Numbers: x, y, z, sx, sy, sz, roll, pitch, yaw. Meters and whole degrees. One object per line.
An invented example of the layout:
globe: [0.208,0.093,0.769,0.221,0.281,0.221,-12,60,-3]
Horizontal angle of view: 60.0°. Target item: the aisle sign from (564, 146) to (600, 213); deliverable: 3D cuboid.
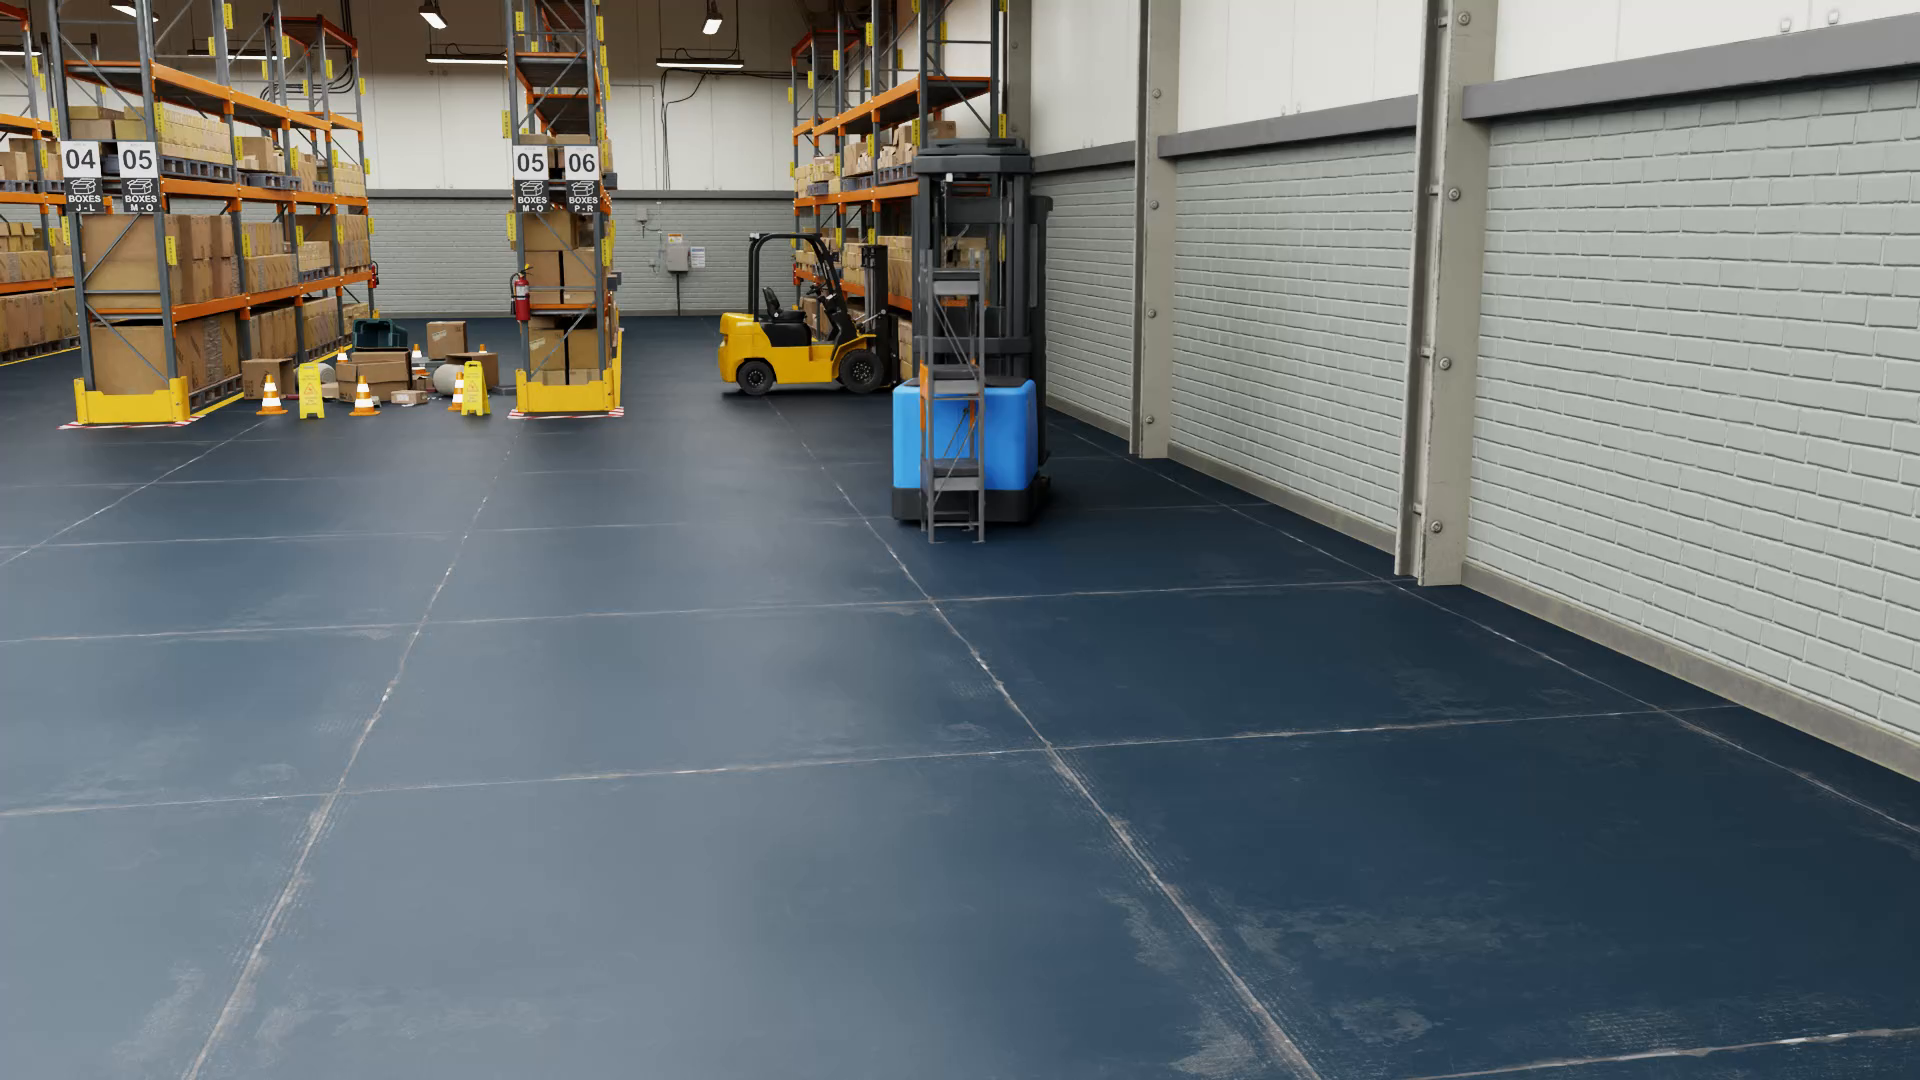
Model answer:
aisle sign: [-4.566,-4.358,20.116,0.394,0.787,0.004,-2,11,-11]

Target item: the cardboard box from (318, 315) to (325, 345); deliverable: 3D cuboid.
cardboard box: [-11.367,-3.653,28.928,0.500,0.500,0.500,-2,11,-12]

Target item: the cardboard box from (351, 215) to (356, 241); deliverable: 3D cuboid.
cardboard box: [-12.183,-6.143,32.713,0.500,0.500,0.500,-3,11,-13]

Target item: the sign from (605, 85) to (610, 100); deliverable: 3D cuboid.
sign: [-7.459,-9.477,35.212,0.100,0.325,0.005,-2,11,-11]

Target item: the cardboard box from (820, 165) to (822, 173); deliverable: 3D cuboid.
cardboard box: [-2.402,-6.910,30.941,0.380,0.149,0.250,-2,11,-11]

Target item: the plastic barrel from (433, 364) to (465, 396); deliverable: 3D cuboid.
plastic barrel: [-6.769,-2.139,22.302,0.512,0.421,0.421,6,12,28]

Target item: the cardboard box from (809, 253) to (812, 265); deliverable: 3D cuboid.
cardboard box: [-2.799,-5.711,33.785,0.500,0.250,0.500,-2,11,-11]

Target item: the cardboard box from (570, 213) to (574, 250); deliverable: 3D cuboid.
cardboard box: [-5.287,-3.946,21.169,0.700,0.500,0.500,-2,11,-10]

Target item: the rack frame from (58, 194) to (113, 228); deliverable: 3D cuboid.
rack frame: [-17.715,-5.655,33.884,1.000,3.000,0.127,-2,11,-11]

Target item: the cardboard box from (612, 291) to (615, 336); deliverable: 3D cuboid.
cardboard box: [-6.834,-4.168,30.631,0.875,0.875,0.875,-2,11,-9]

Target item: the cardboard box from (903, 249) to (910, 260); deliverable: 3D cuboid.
cardboard box: [-0.561,-3.872,22.514,0.380,0.149,0.250,-2,11,-13]

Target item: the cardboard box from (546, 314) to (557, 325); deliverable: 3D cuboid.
cardboard box: [-5.477,-2.872,21.753,0.380,0.149,0.250,-2,11,-10]

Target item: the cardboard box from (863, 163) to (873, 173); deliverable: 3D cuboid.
cardboard box: [-1.304,-5.792,25.862,0.380,0.149,0.250,-2,11,-11]

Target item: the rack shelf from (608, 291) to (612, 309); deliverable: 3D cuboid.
rack shelf: [-6.049,-3.828,26.209,1.077,0.370,4.000,-2,11,-11]

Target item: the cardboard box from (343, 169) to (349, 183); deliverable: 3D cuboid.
cardboard box: [-12.087,-7.010,32.045,0.500,0.250,0.500,-2,11,-10]

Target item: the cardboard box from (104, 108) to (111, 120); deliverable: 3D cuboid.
cardboard box: [-10.164,-4.975,19.437,0.380,0.149,0.250,-2,11,-11]

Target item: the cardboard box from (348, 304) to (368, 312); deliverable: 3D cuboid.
cardboard box: [-12.311,-4.736,33.966,0.380,0.149,0.250,-2,11,-12]

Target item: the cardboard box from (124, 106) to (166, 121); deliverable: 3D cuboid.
cardboard box: [-9.471,-4.952,19.319,0.380,0.149,0.250,-2,11,-10]

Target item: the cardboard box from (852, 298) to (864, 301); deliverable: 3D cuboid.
cardboard box: [-1.882,-4.610,32.224,0.380,0.149,0.250,-2,11,-10]

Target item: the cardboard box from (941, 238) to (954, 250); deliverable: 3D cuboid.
cardboard box: [-0.291,-3.834,21.519,0.380,0.149,0.250,-2,11,-11]

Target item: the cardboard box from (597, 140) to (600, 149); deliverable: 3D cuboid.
cardboard box: [-4.780,-5.038,21.158,0.380,0.149,0.250,-2,11,-11]

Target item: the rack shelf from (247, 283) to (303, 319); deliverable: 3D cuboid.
rack shelf: [-10.885,-3.629,25.165,1.077,0.370,4.000,-2,11,-11]

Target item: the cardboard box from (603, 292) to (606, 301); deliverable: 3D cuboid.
cardboard box: [-4.785,-3.173,21.515,0.380,0.149,0.250,-2,11,-10]

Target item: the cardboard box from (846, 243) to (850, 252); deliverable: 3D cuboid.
cardboard box: [-1.744,-4.979,28.330,0.380,0.149,0.250,-2,11,-10]

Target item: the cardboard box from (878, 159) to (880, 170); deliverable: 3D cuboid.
cardboard box: [-1.003,-5.508,24.370,0.380,0.149,0.250,-2,11,-10]

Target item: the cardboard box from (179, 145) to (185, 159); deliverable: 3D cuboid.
cardboard box: [-9.619,-4.701,20.134,0.380,0.149,0.250,-2,11,-11]

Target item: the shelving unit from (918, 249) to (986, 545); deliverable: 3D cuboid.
shelving unit: [-0.059,-1.048,12.089,0.431,2.100,0.503,-1,11,-8]

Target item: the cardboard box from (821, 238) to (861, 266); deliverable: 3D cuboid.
cardboard box: [-2.220,-5.382,31.062,0.700,0.500,0.500,-2,11,-11]

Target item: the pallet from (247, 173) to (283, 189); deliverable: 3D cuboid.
pallet: [-10.877,-5.409,25.075,1.003,0.211,1.213,-2,11,-8]

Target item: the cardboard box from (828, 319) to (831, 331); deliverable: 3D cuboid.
cardboard box: [-2.174,-4.060,31.066,0.500,0.500,0.500,-3,11,-13]

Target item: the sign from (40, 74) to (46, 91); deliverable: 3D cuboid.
sign: [-18.261,-9.119,33.121,0.100,0.325,0.005,-2,11,-11]

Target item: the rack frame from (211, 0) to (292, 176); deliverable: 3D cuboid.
rack frame: [-11.274,-7.296,26.464,1.000,3.000,0.127,-2,11,-11]

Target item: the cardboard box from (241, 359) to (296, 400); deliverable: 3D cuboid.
cardboard box: [-9.188,-2.142,22.105,0.500,0.500,0.500,0,11,-1]

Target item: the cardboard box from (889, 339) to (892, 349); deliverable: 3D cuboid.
cardboard box: [-0.717,-2.719,23.354,0.500,0.250,0.500,-2,11,-11]

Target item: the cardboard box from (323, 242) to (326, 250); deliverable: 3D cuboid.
cardboard box: [-11.730,-5.342,30.200,0.380,0.149,0.250,-2,11,-13]

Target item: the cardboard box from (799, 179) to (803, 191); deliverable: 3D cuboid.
cardboard box: [-3.102,-7.464,34.974,0.500,0.250,0.500,-2,11,-13]

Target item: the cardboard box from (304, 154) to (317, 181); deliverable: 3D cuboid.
cardboard box: [-12.086,-6.738,30.165,0.700,0.500,0.500,-2,11,-11]

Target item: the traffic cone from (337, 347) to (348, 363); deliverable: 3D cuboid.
traffic cone: [-9.276,-2.670,24.989,0.336,0.463,0.334,-2,11,-11]

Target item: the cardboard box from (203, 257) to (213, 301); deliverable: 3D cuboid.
cardboard box: [-10.093,-3.325,21.244,0.875,0.550,0.500,-2,11,-11]

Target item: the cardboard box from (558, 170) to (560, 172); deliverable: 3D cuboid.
cardboard box: [-5.449,-4.898,21.491,0.500,0.250,0.500,-2,11,-9]

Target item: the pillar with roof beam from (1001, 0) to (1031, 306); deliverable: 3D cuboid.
pillar with roof beam: [-3.488,-6.213,20.771,9.100,9.000,0.400,-2,11,-11]

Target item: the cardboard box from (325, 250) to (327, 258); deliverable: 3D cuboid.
cardboard box: [-11.729,-5.198,30.237,0.380,0.149,0.250,-2,11,-11]

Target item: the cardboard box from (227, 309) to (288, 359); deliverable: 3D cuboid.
cardboard box: [-11.071,-3.175,25.751,1.050,0.750,0.750,-2,11,-10]

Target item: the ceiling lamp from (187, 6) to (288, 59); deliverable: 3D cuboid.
ceiling lamp: [-15.750,-12.054,35.848,2.000,3.185,0.800,-2,11,-11]

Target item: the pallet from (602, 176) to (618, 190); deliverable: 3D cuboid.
pallet: [-5.881,-5.503,25.565,1.213,0.211,1.003,-2,11,-11]

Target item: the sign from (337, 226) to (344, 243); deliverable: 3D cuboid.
sign: [-11.509,-5.673,30.881,0.100,0.325,0.005,-2,11,-11]

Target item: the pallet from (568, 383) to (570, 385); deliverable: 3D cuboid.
pallet: [-5.021,-1.875,21.483,1.003,0.211,1.213,-2,11,-11]

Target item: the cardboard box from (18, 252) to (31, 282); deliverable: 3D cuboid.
cardboard box: [-16.380,-4.708,28.641,0.500,0.500,0.500,-2,11,-12]

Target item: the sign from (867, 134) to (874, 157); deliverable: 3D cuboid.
sign: [-1.323,-5.856,24.695,0.100,0.325,0.005,-2,11,-11]

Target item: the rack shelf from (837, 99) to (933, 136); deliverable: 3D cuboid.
rack shelf: [-1.181,-6.760,26.637,1.077,0.370,4.000,-2,11,-11]

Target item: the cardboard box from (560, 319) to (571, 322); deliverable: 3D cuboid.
cardboard box: [-5.695,-2.822,23.228,0.500,0.500,0.500,-2,11,-9]

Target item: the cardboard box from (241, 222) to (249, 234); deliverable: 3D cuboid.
cardboard box: [-10.701,-4.341,24.041,0.700,0.500,0.500,-2,11,-12]

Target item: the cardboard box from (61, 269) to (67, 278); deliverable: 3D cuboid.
cardboard box: [-16.720,-4.912,30.655,0.380,0.149,0.250,-2,11,-13]

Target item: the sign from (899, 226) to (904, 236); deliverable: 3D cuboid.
sign: [-1.026,-5.319,29.021,0.100,0.325,0.005,-2,11,-11]

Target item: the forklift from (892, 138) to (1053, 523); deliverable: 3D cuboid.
forklift: [0.184,-1.796,13.794,1.130,2.935,3.031,1,11,7]
